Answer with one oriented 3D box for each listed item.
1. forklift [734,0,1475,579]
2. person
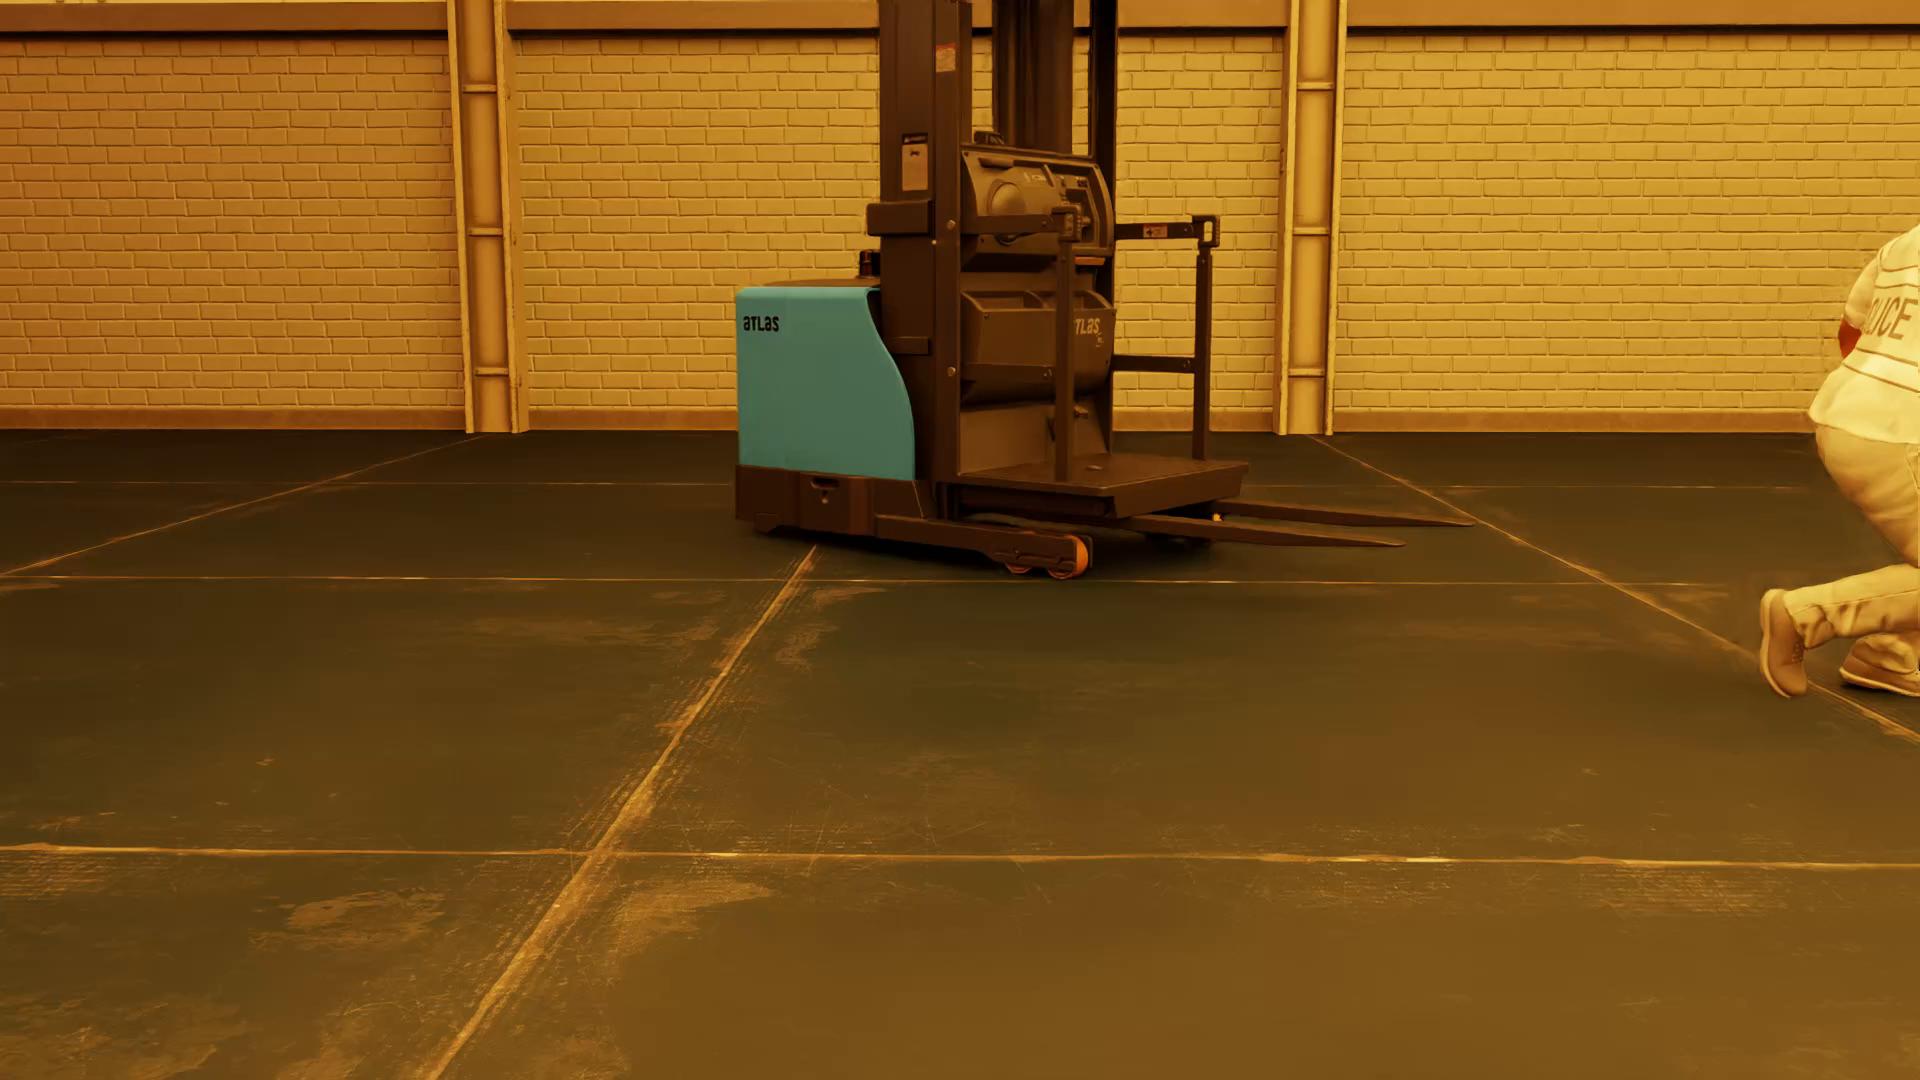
[{"bbox_3d":[0.484,-1.392,6.535,3.031,2.935,1.130,7,11,38],"label":"forklift"},{"bbox_3d":[2.429,-0.288,4.282,0.622,1.456,0.757,3,9,19],"label":"person"}]
